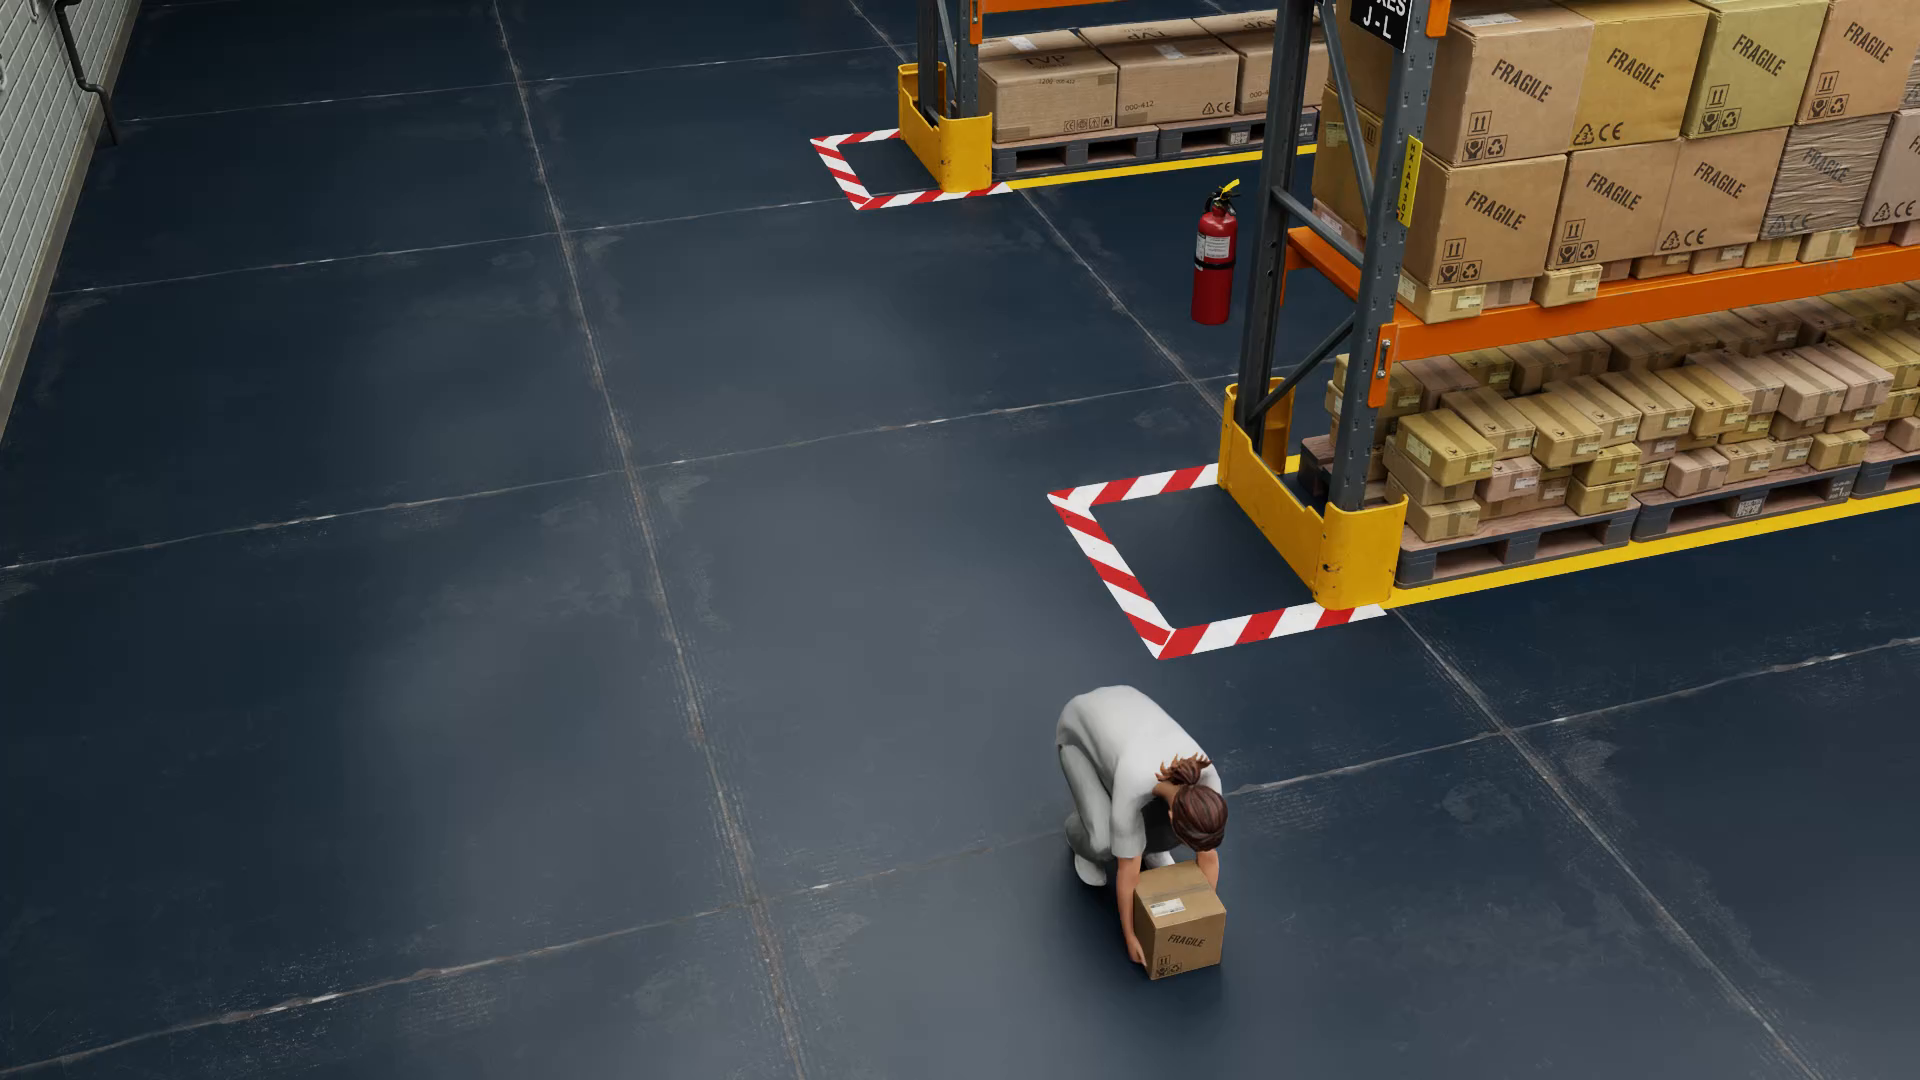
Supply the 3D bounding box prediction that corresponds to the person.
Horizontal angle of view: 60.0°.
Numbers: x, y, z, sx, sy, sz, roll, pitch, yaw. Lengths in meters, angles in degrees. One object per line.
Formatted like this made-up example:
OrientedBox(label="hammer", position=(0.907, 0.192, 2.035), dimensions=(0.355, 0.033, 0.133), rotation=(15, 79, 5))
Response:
OrientedBox(label="person", position=(0.584, 0.455, 5.494), dimensions=(0.438, 1.645, 0.559), rotation=(-10, 35, -14))
